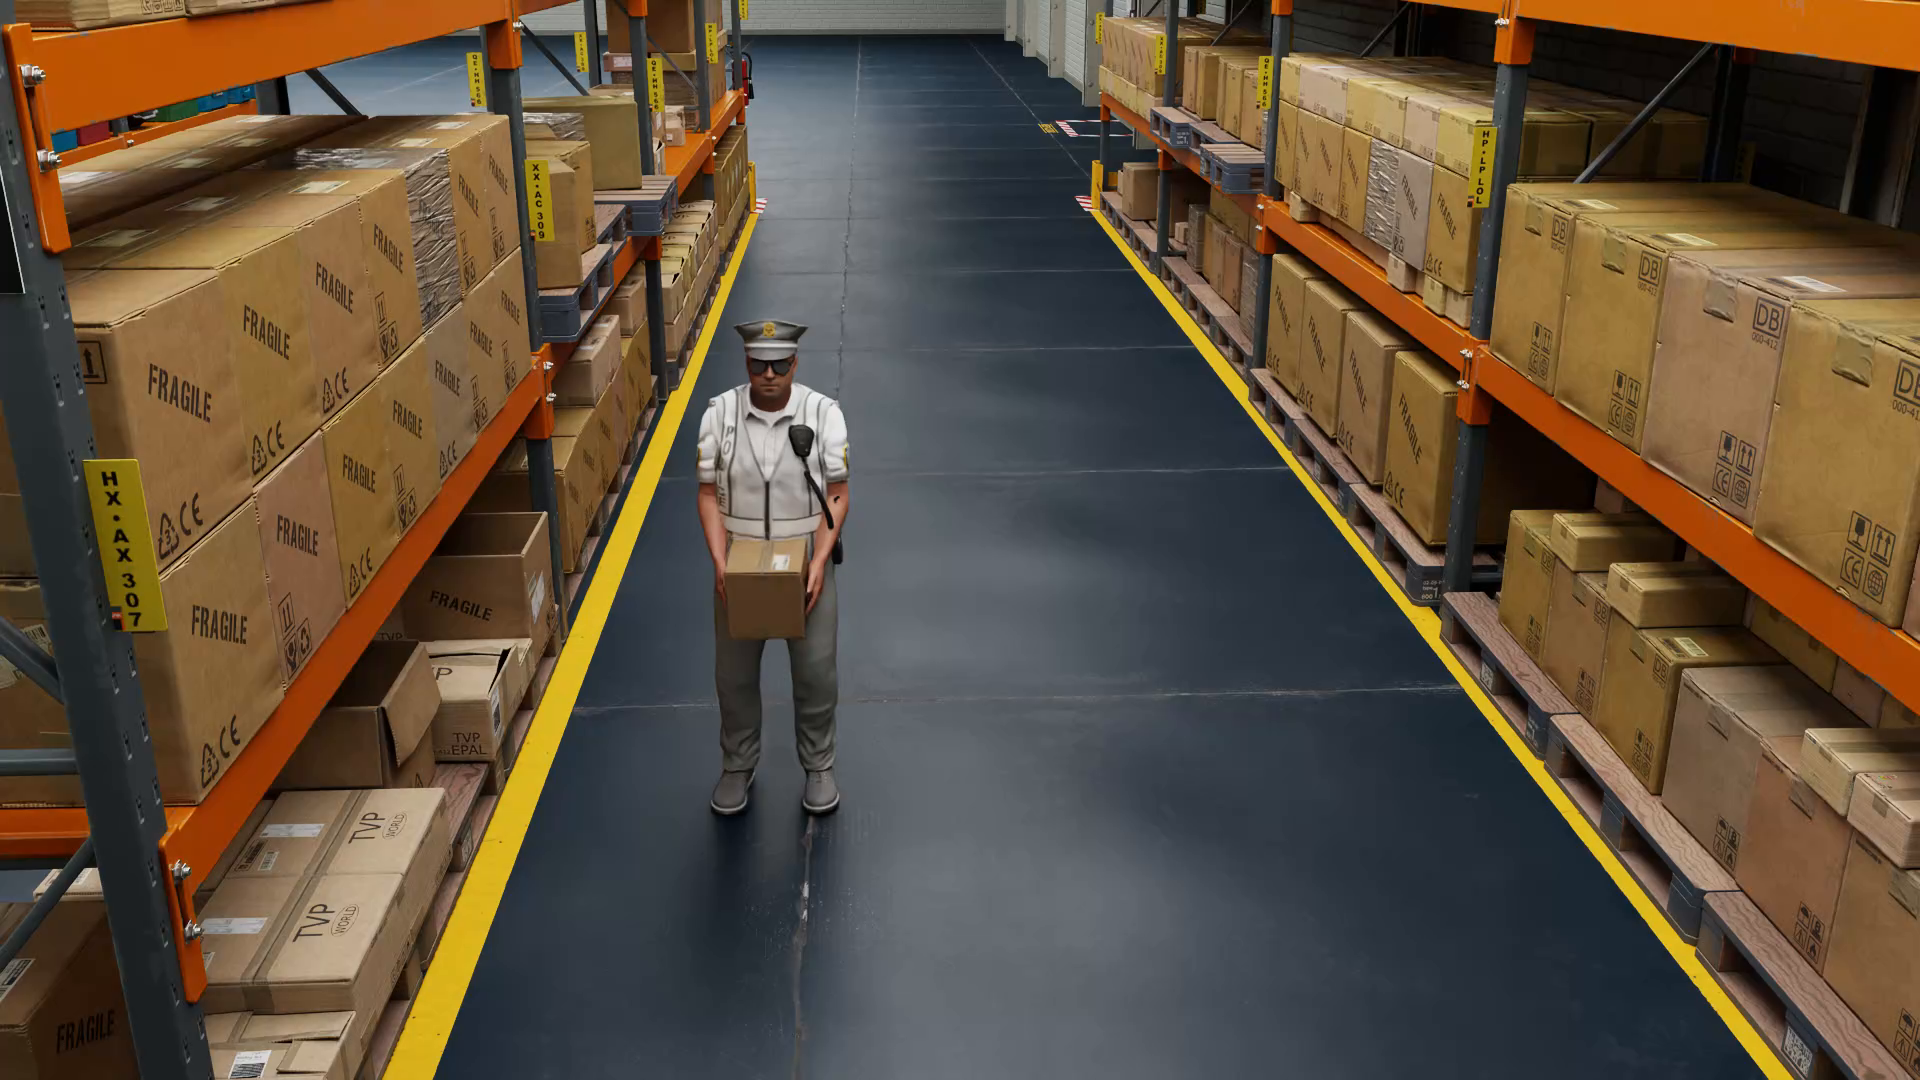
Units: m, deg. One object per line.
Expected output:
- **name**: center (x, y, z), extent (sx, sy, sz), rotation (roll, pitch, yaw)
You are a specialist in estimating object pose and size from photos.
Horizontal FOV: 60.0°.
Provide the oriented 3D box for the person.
- **person**: center (-0.640, 0.101, 5.756), extent (0.530, 1.772, 0.513), rotation (0, 20, -1)
